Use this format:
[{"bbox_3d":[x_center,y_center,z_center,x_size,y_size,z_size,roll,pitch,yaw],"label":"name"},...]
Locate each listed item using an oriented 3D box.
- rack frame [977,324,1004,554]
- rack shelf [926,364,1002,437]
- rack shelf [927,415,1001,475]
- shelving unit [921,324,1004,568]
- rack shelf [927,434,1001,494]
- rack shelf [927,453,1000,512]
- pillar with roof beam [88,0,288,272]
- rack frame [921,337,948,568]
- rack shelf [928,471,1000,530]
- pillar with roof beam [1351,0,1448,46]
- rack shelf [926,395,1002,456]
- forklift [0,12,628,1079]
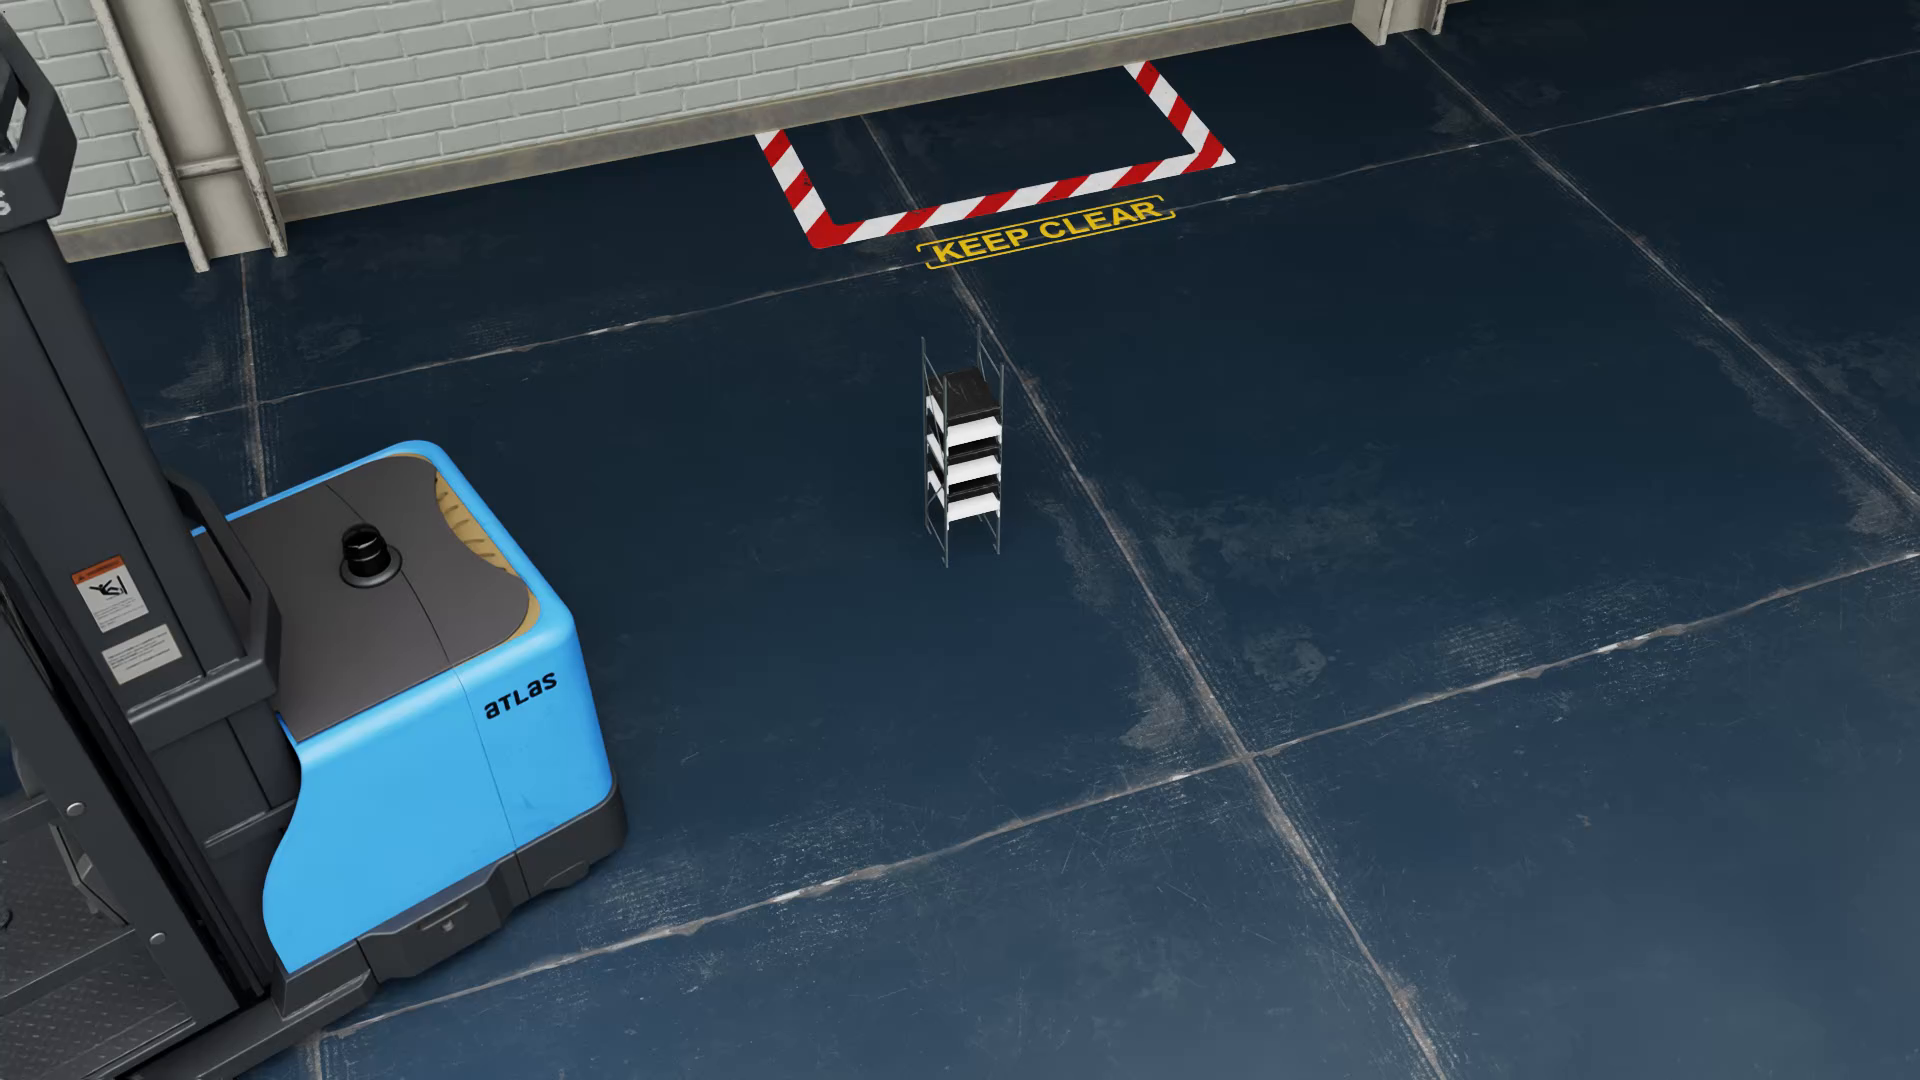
[{"bbox_3d":[0.103,-0.344,5.958,0.006,0.900,0.240,-14,47,-14],"label":"rack frame"},{"bbox_3d":[0.008,-0.487,5.766,0.200,0.077,0.258,-14,47,-14],"label":"rack shelf"},{"bbox_3d":[0.008,-0.360,5.893,0.200,0.077,0.258,-14,47,-14],"label":"rack shelf"},{"bbox_3d":[0.008,-0.320,5.933,0.210,0.900,0.258,-14,47,-14],"label":"shelving unit"},{"bbox_3d":[0.008,-0.296,5.957,0.200,0.077,0.258,-14,47,-14],"label":"rack shelf"},{"bbox_3d":[0.008,-0.233,6.021,0.200,0.077,0.258,-14,47,-14],"label":"rack shelf"},{"bbox_3d":[-1.822,-1.655,1.546,0.400,9.000,9.100,-14,47,-14],"label":"pillar with roof beam"},{"bbox_3d":[-0.088,-0.295,5.909,0.006,0.900,0.240,-14,47,-14],"label":"rack frame"},{"bbox_3d":[0.008,-0.169,6.084,0.200,0.077,0.258,-14,47,-14],"label":"rack shelf"},{"bbox_3d":[3.821,-3.098,2.984,0.400,9.000,9.100,-14,47,-14],"label":"pillar with roof beam"},{"bbox_3d":[0.008,-0.423,5.829,0.200,0.077,0.258,-14,47,-14],"label":"rack shelf"},{"bbox_3d":[-2.530,0.291,3.891,3.031,2.935,1.130,-28,51,-25],"label":"forklift"}]
